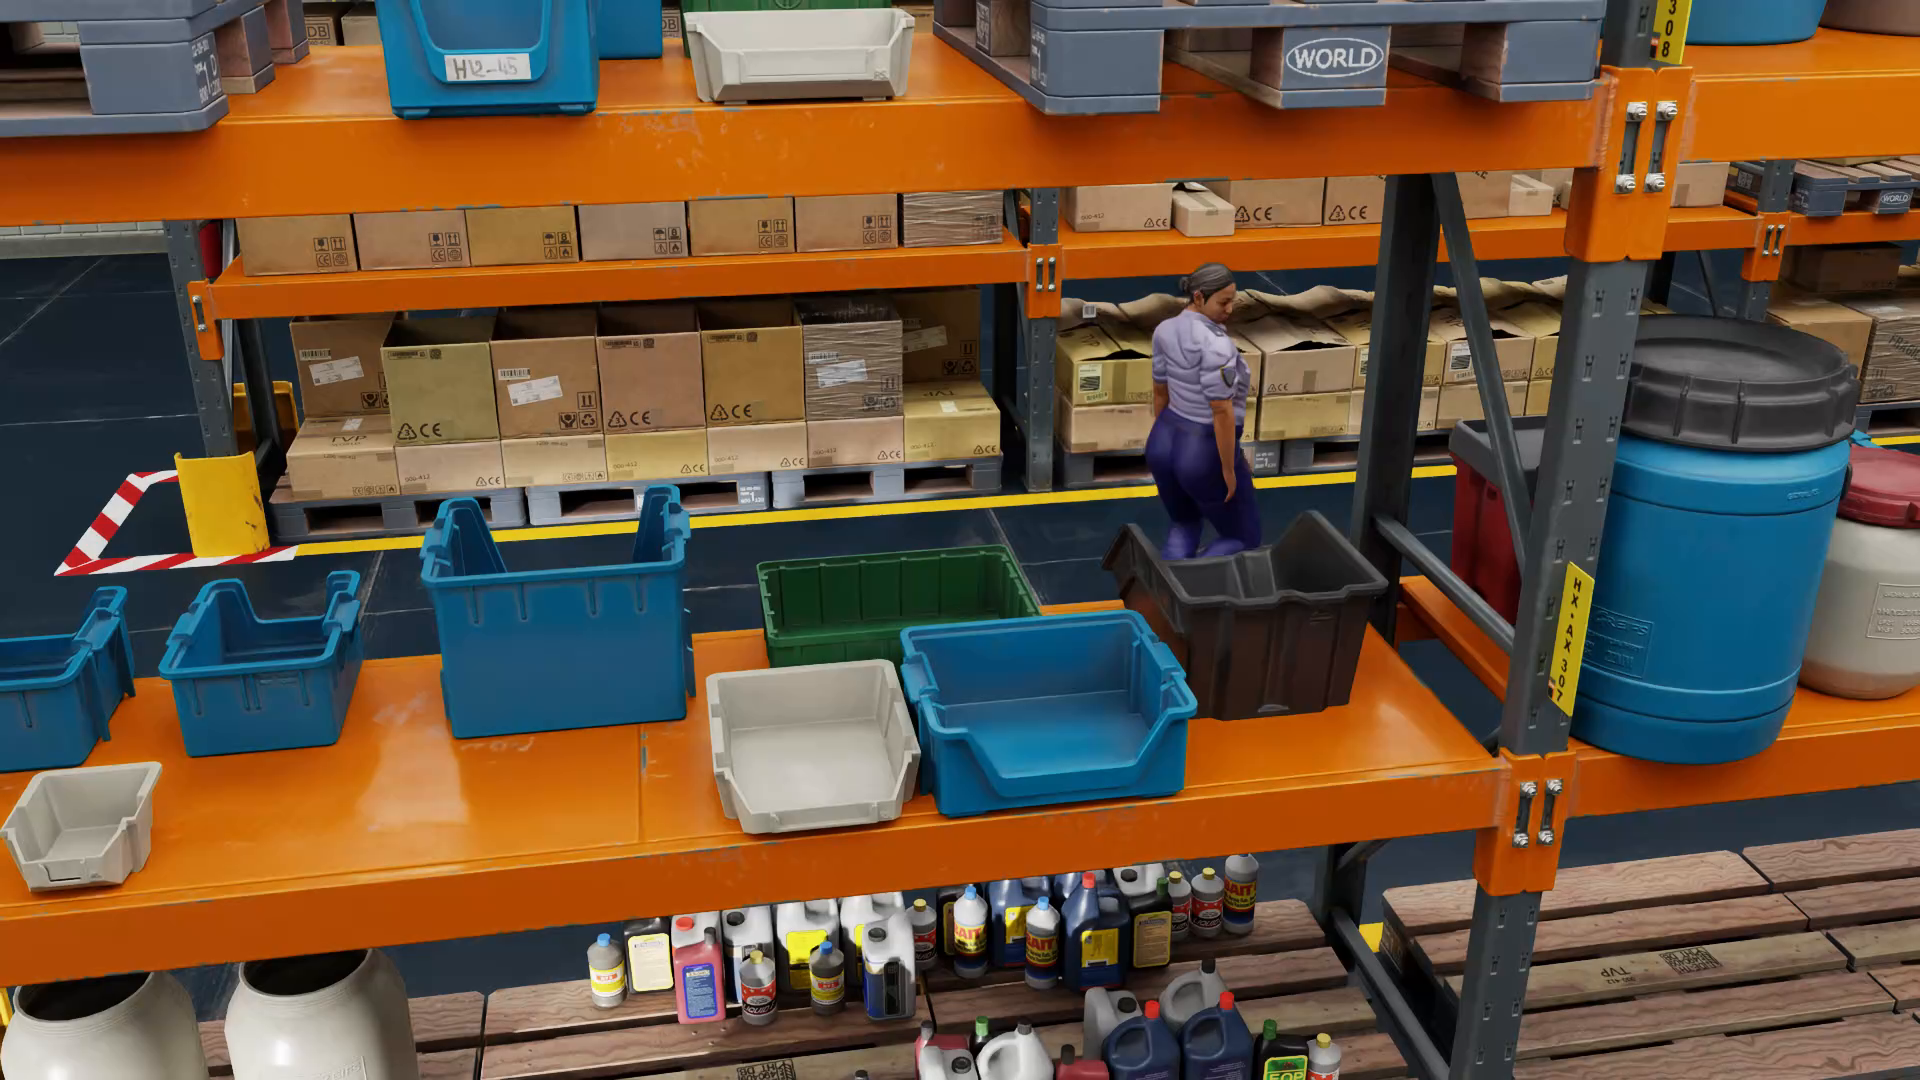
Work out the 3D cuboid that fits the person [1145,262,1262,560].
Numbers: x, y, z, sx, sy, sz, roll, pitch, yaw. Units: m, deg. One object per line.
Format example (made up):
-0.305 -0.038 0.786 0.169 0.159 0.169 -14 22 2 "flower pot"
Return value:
0.950 -0.329 6.845 0.569 1.620 0.524 -16 28 -33 "person"
